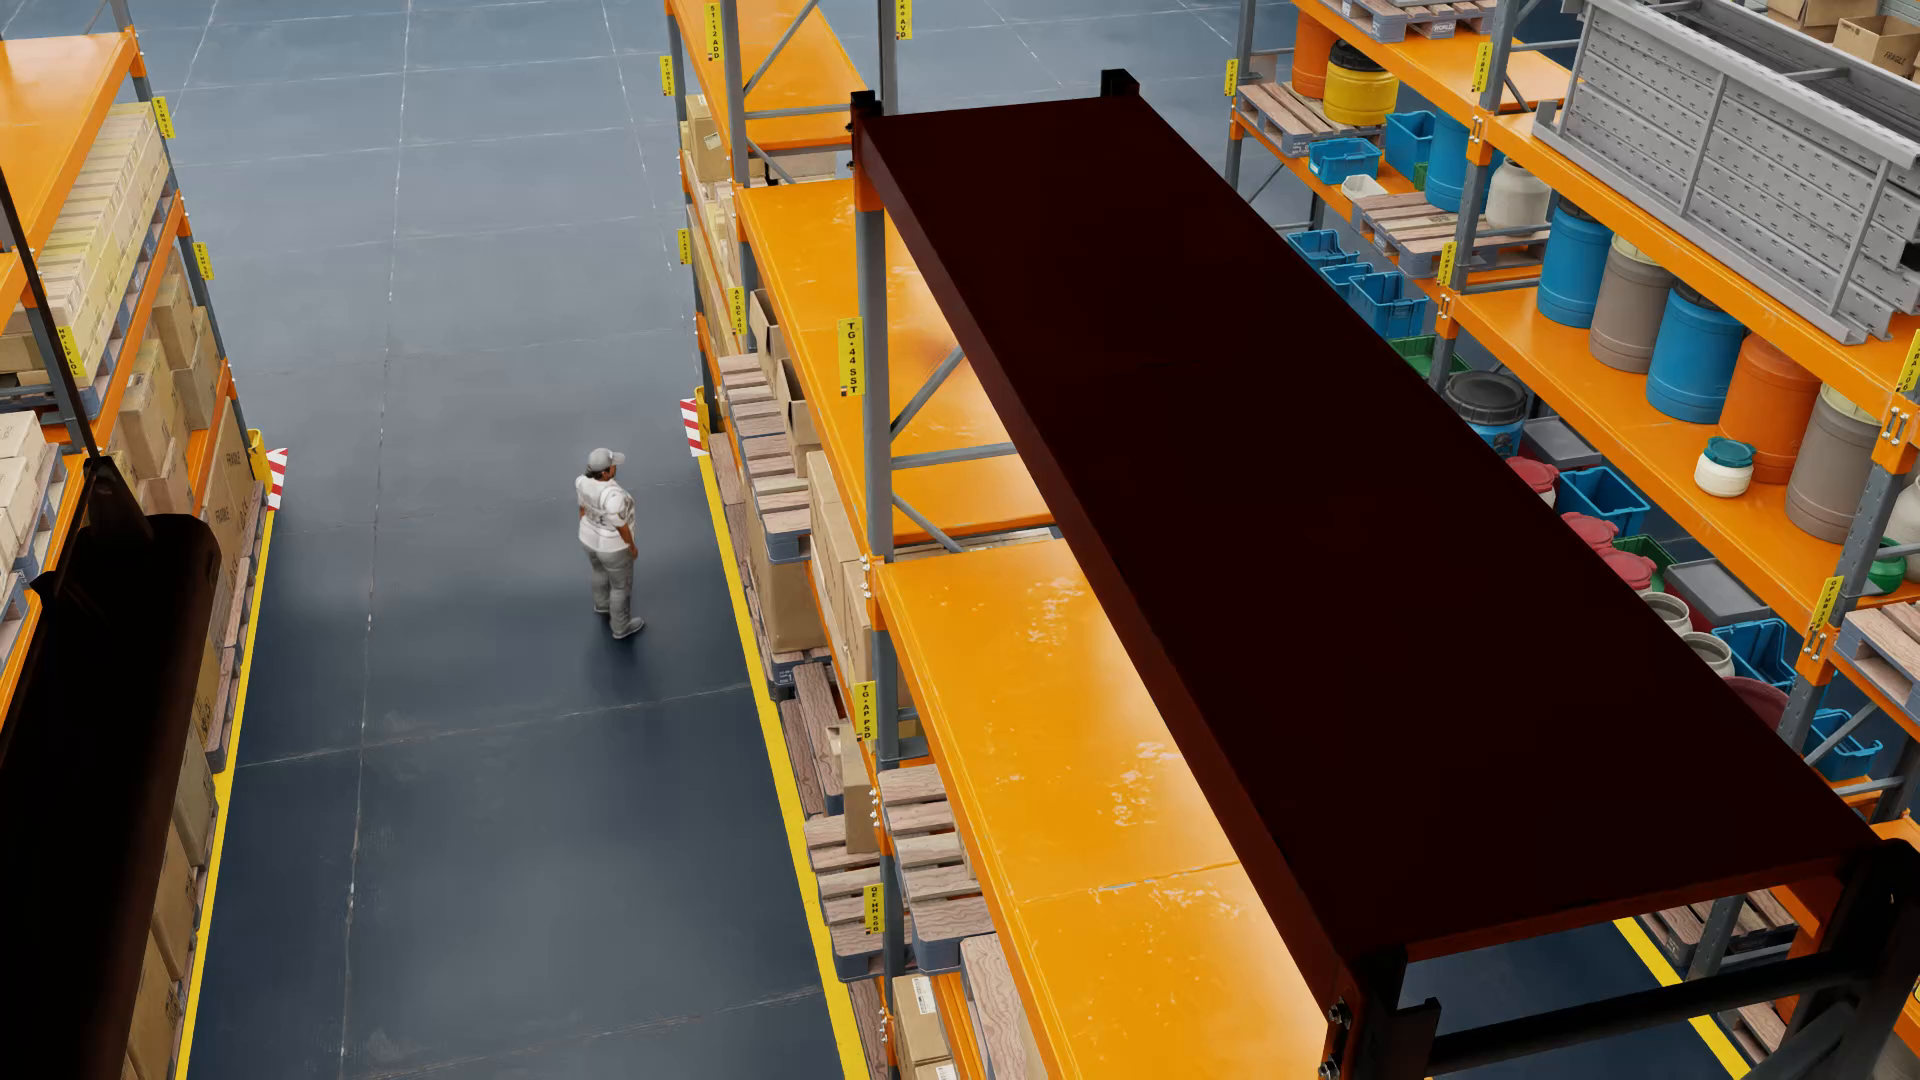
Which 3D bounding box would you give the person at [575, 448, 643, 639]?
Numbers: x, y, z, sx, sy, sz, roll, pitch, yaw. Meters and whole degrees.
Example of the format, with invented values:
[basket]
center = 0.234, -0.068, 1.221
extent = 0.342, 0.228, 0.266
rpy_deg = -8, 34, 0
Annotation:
[person]
center = -2.660, -0.009, 12.638
extent = 0.590, 1.676, 0.454
rpy_deg = 28, 43, 34
